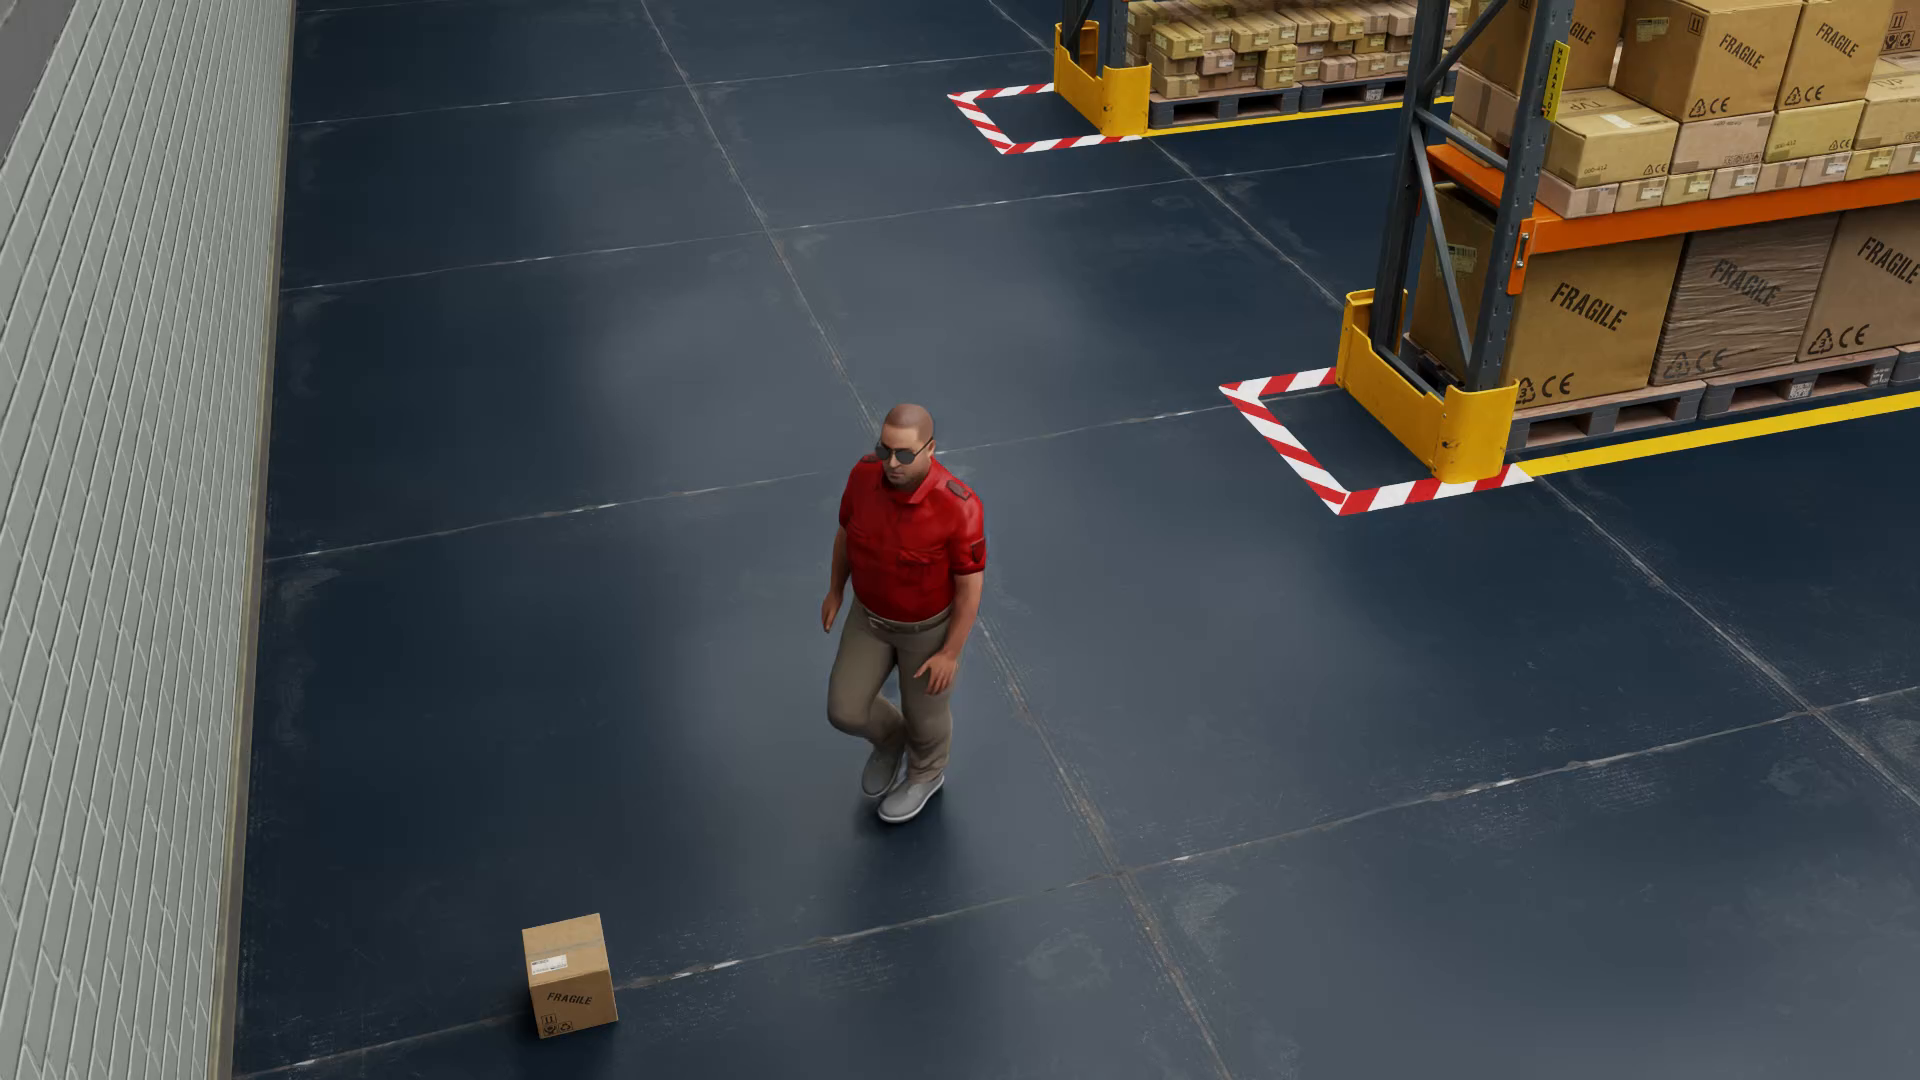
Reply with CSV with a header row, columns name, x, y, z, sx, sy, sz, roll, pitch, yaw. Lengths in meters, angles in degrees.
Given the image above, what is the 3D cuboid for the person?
name,x,y,z,sx,sy,sz,roll,pitch,yaw
person,-0.206,0.276,5.711,0.646,1.717,0.443,18,38,24
